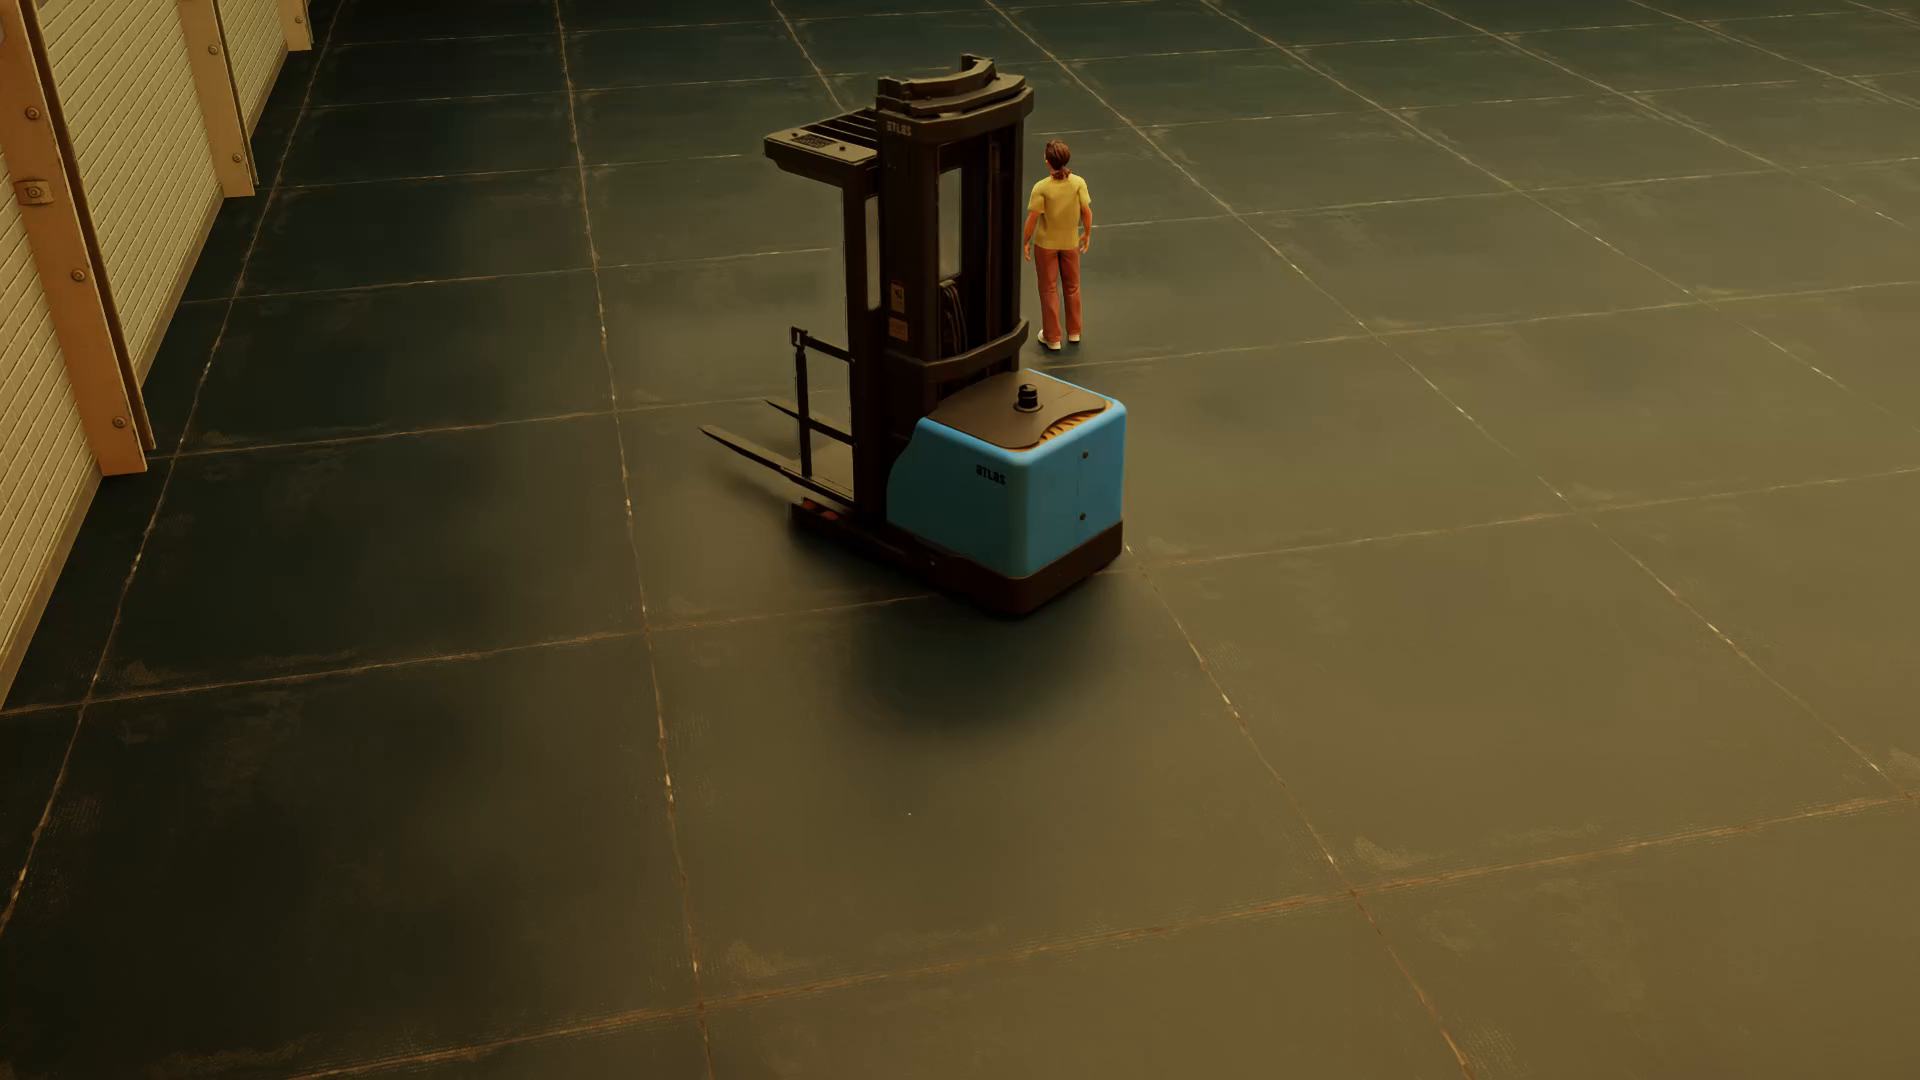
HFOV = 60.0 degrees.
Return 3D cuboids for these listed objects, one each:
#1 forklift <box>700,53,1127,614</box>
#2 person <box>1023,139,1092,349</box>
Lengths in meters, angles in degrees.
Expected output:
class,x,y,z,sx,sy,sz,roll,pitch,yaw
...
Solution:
class,x,y,z,sx,sy,sz,roll,pitch,yaw
forklift,-0.437,-1.459,10.094,3.031,2.935,1.130,24,38,35
person,0.730,-2.272,12.754,0.552,1.659,0.549,-6,31,-11
